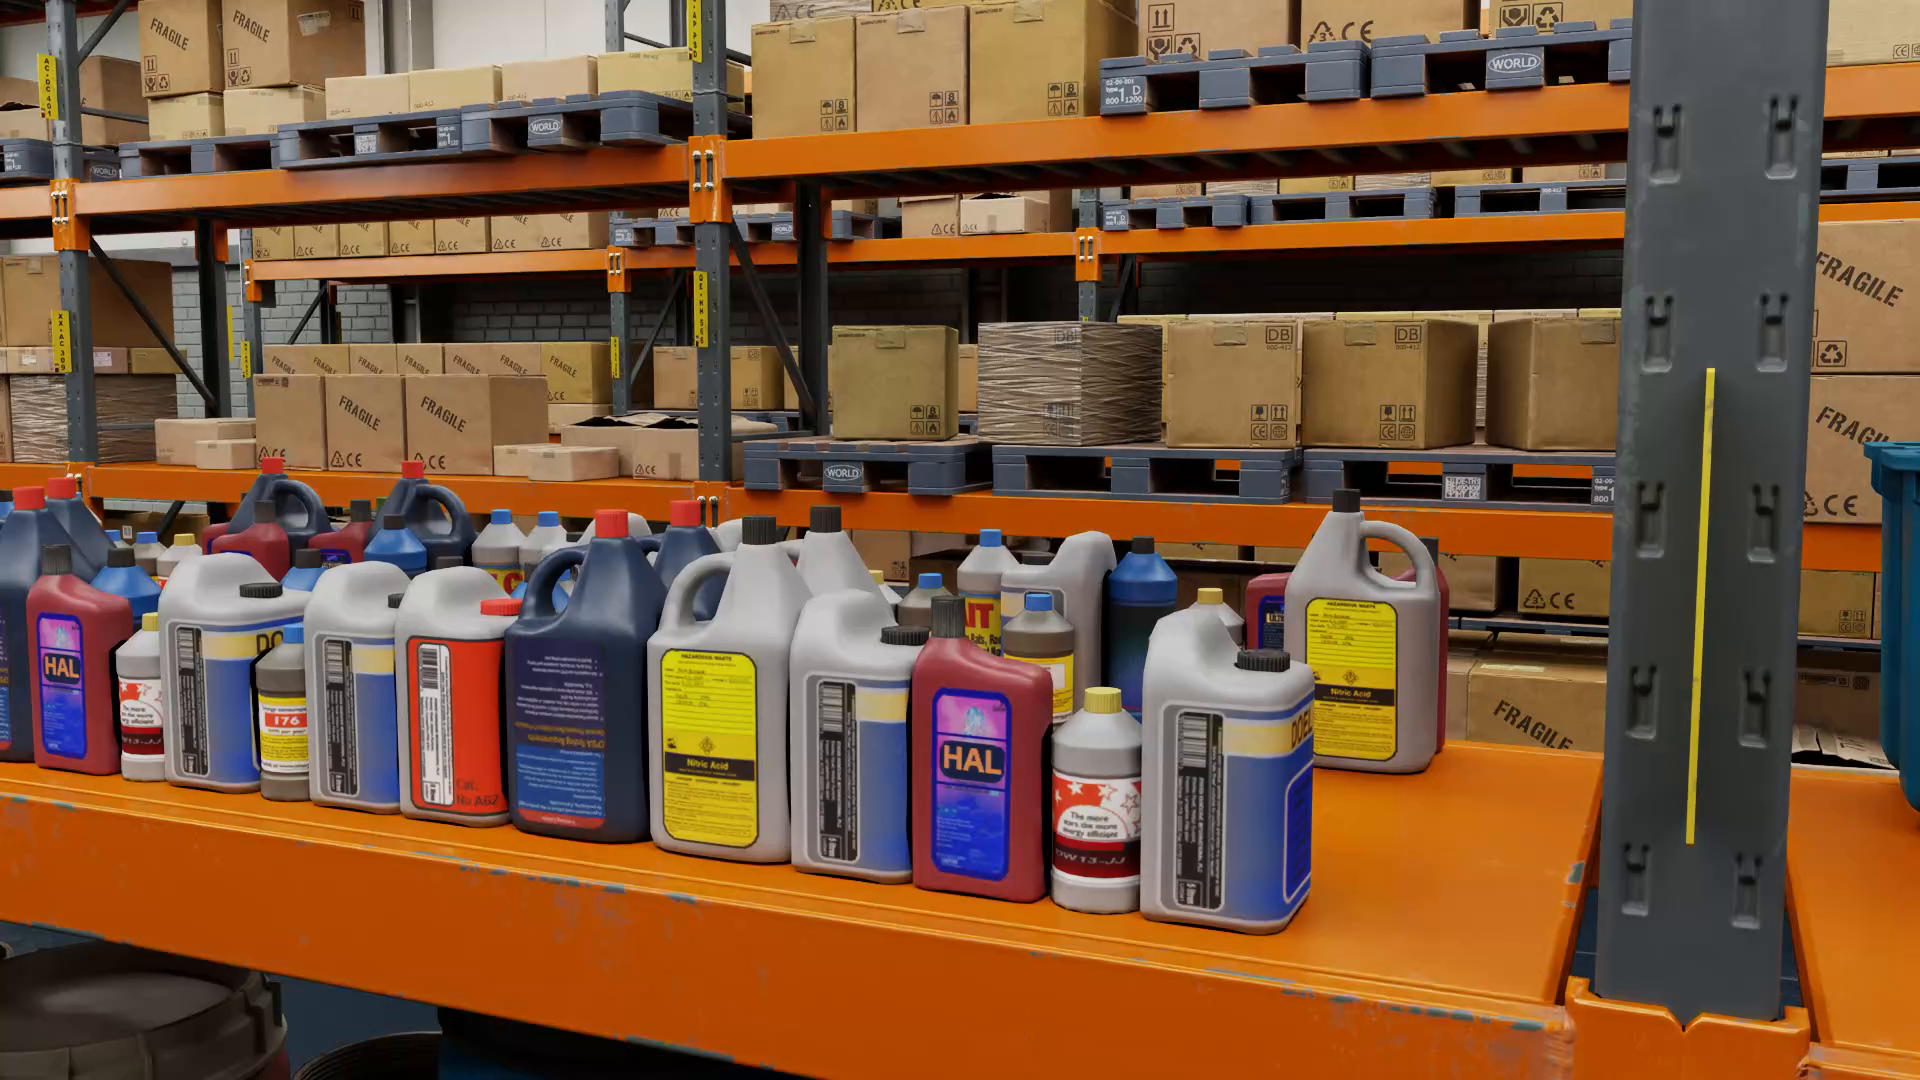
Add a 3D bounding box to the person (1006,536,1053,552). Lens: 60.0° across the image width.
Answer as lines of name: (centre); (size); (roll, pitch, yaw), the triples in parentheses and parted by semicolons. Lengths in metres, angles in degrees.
person: (0.307, 0.019, 9.406); (0.462, 1.697, 0.530); (2, 6, 21)
